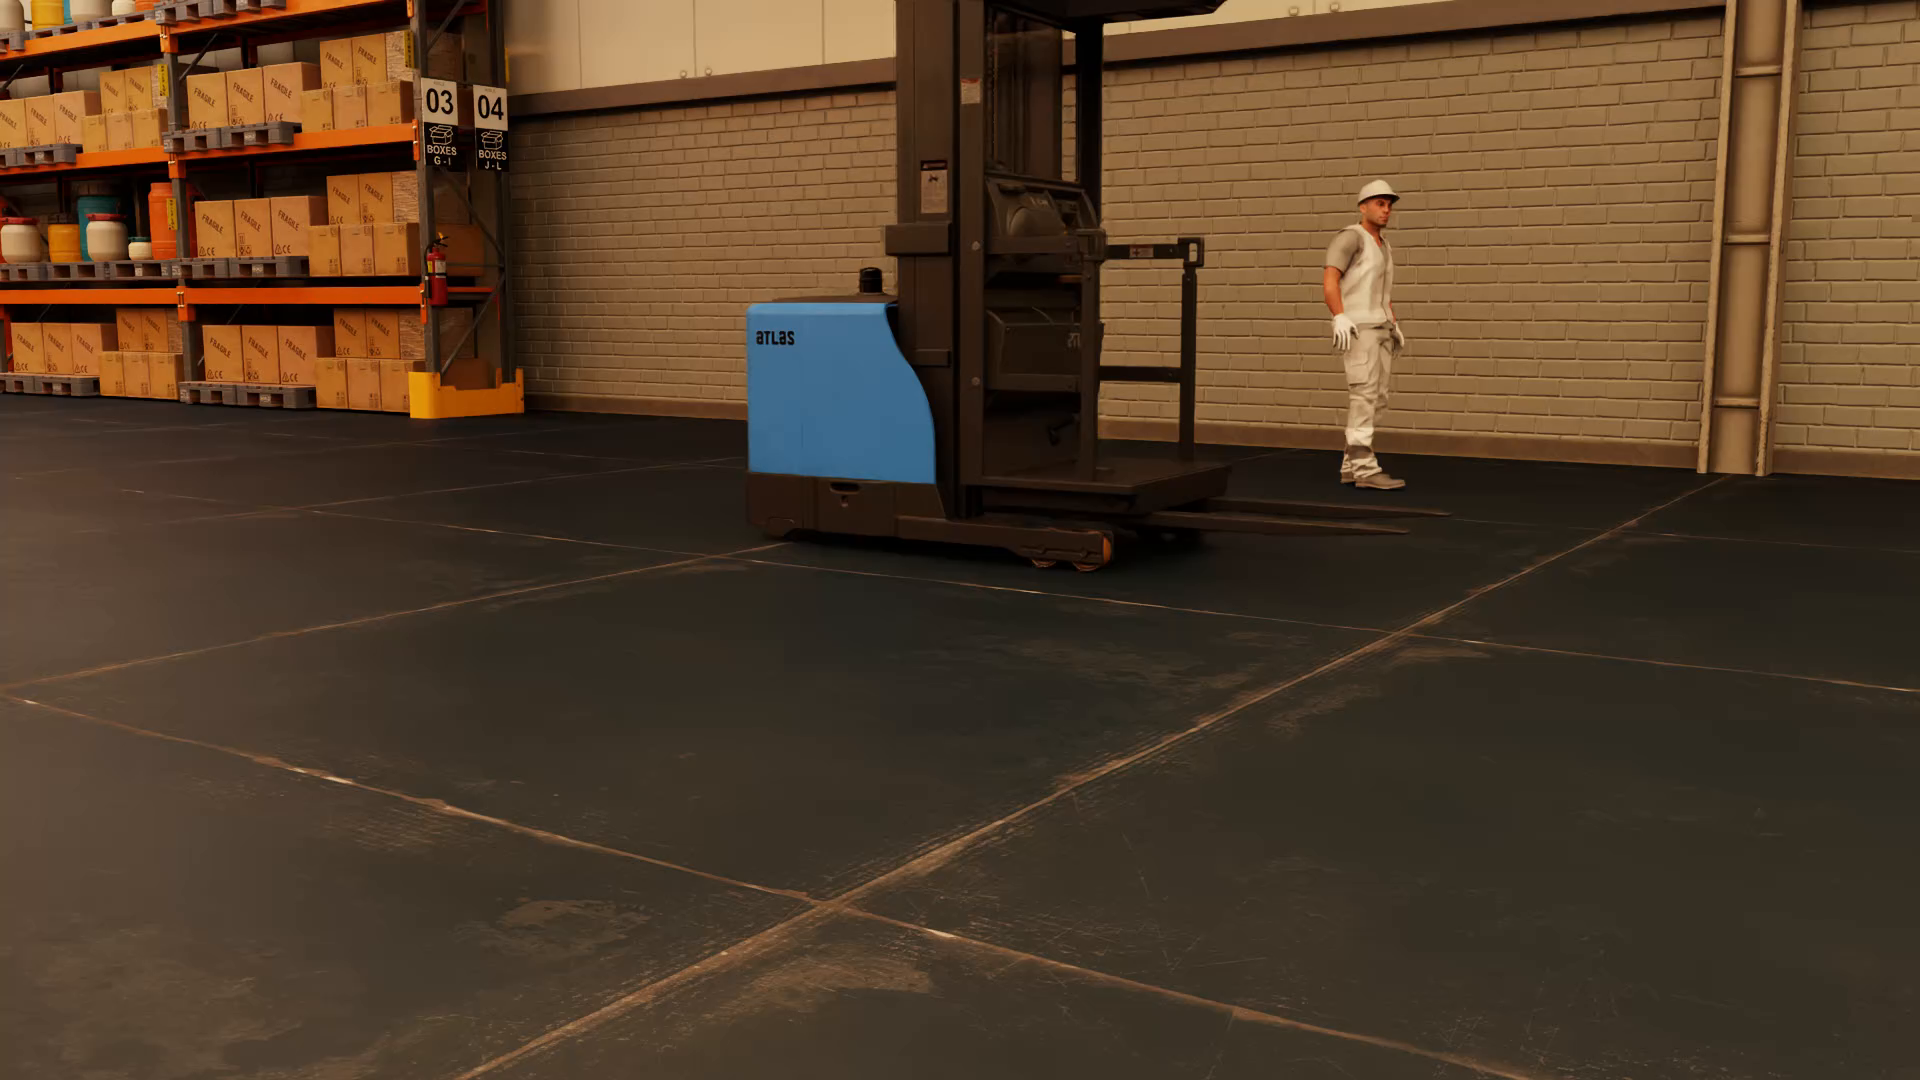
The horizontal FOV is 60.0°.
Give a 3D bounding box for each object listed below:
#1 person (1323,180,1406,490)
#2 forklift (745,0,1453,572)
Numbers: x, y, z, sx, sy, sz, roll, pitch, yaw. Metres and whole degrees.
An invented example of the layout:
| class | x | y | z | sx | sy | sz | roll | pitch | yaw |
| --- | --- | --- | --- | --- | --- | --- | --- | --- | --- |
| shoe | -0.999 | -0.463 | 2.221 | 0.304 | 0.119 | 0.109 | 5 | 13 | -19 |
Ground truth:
| class | x | y | z | sx | sy | sz | roll | pitch | yaw |
| --- | --- | --- | --- | --- | --- | --- | --- | --- | --- |
| person | 2.445 | -1.204 | 9.730 | 0.529 | 1.787 | 0.723 | 6 | 10 | 36 |
| forklift | 0.542 | -1.408 | 7.095 | 3.031 | 2.935 | 1.130 | 5 | 9 | 31 |
